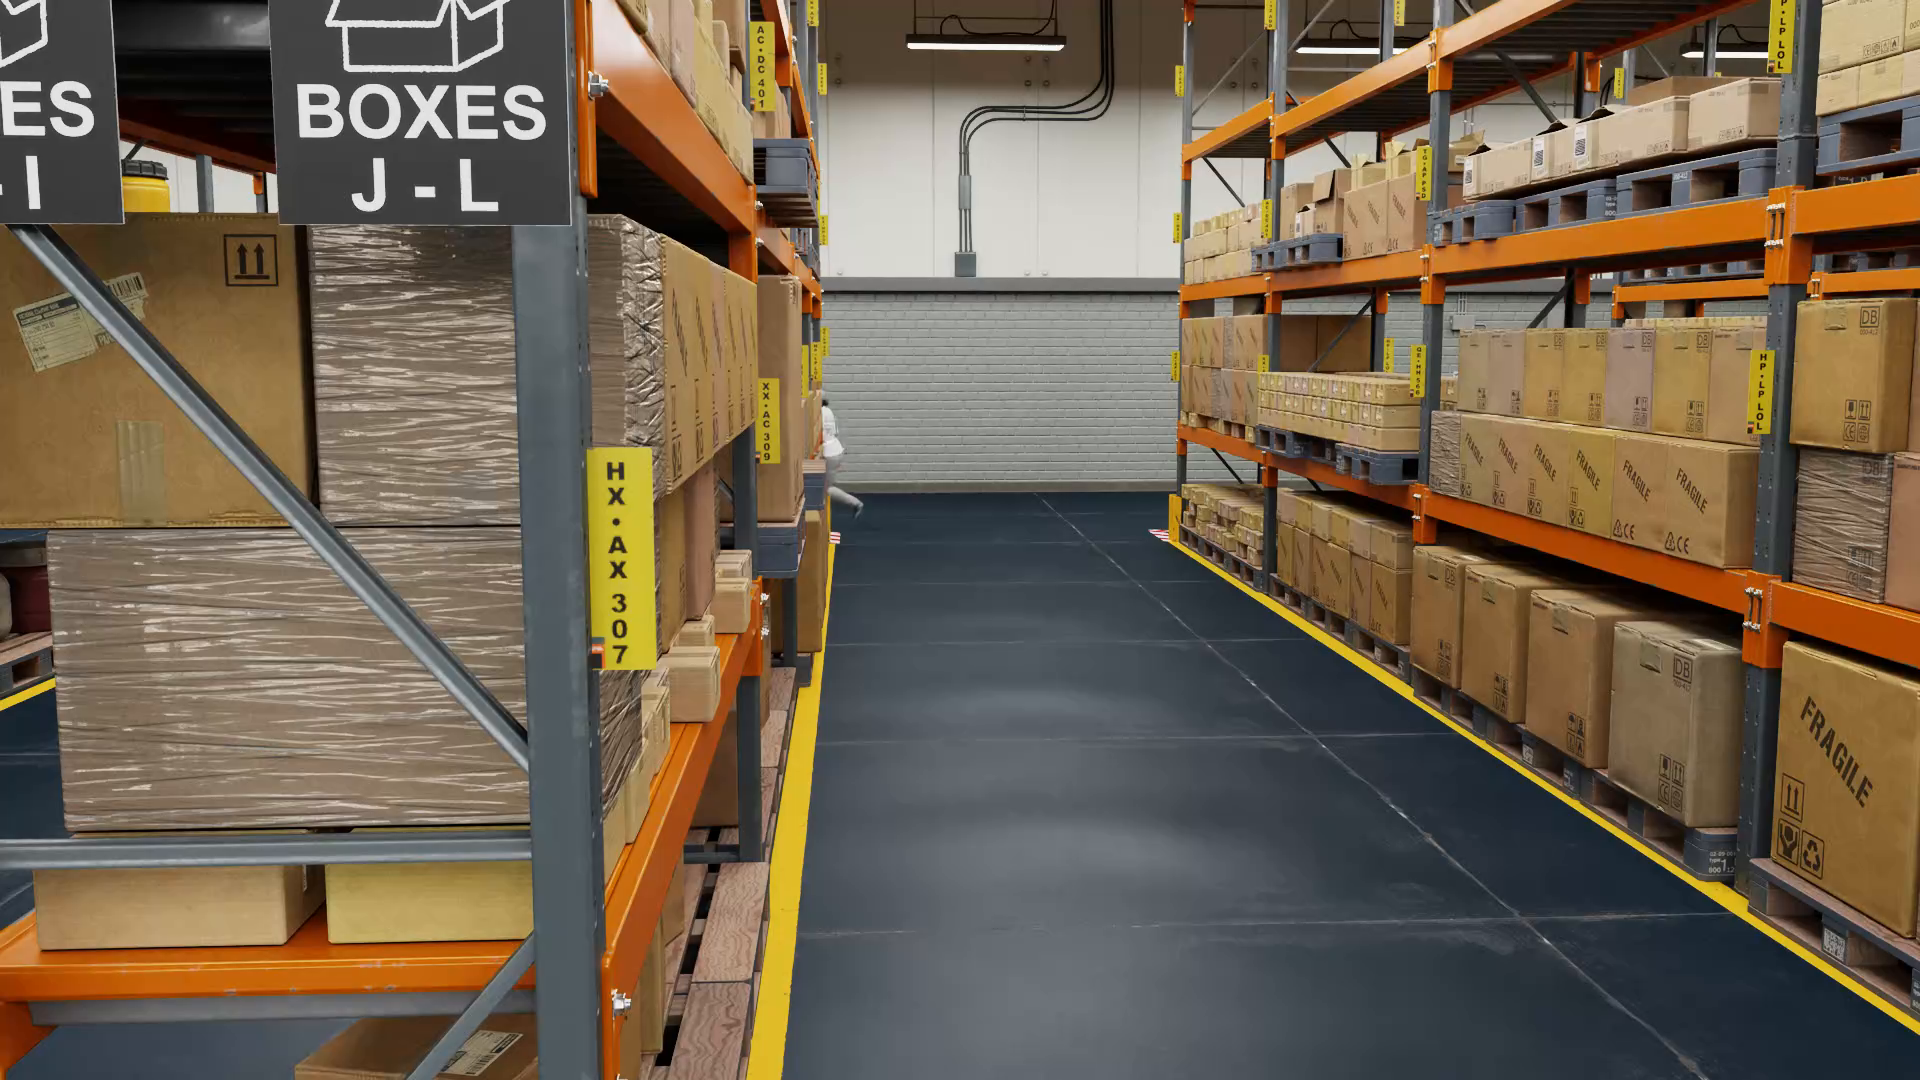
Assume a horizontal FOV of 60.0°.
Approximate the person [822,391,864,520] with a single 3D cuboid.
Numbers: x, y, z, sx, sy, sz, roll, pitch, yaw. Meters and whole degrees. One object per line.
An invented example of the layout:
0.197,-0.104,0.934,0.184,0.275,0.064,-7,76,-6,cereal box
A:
-1.515,-0.961,19.578,0.750,1.624,0.501,2,7,14,person
